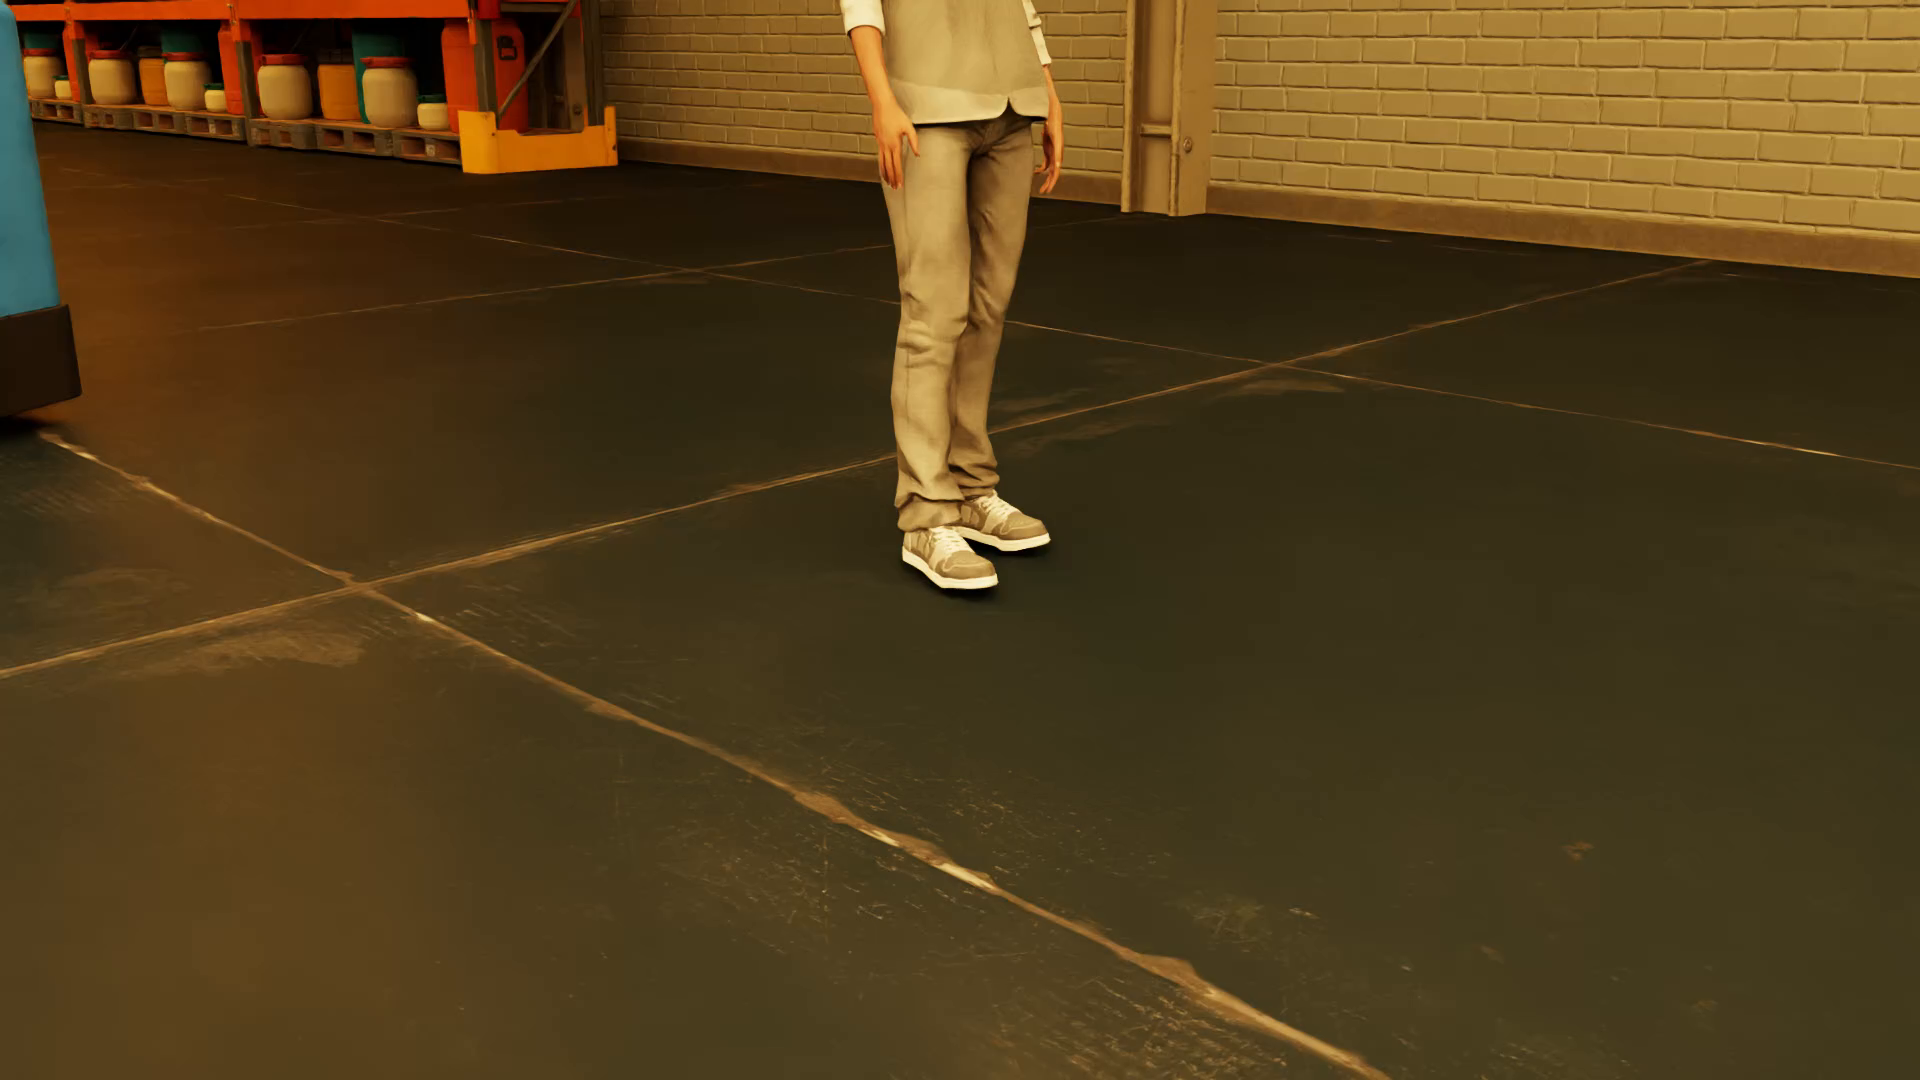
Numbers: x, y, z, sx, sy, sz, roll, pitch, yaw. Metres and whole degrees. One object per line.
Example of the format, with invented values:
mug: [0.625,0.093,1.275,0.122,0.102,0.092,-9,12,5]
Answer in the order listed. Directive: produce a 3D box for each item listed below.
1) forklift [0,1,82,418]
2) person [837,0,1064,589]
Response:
forklift: [-3.894,-1.703,3.943,3.031,2.935,1.130,5,18,15]
person: [0.042,-0.752,3.098,0.475,1.597,0.520,16,23,42]
